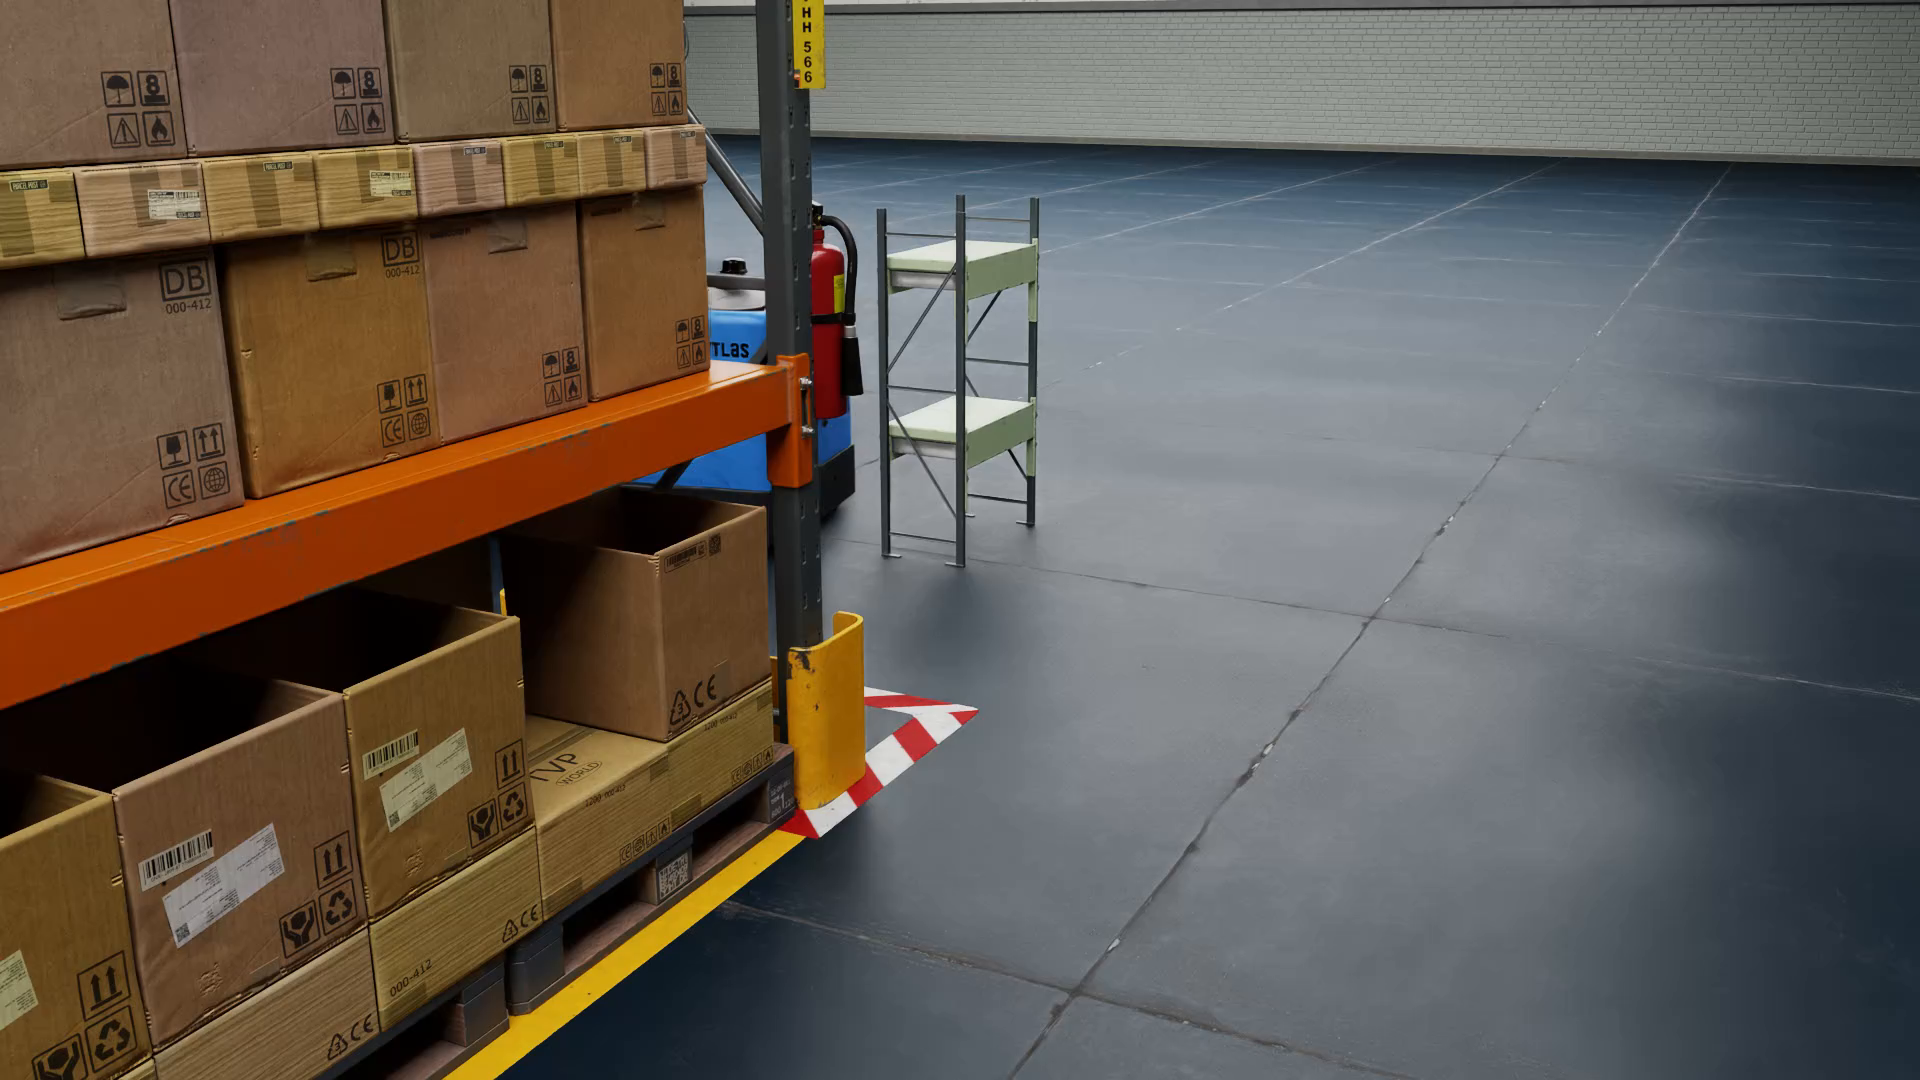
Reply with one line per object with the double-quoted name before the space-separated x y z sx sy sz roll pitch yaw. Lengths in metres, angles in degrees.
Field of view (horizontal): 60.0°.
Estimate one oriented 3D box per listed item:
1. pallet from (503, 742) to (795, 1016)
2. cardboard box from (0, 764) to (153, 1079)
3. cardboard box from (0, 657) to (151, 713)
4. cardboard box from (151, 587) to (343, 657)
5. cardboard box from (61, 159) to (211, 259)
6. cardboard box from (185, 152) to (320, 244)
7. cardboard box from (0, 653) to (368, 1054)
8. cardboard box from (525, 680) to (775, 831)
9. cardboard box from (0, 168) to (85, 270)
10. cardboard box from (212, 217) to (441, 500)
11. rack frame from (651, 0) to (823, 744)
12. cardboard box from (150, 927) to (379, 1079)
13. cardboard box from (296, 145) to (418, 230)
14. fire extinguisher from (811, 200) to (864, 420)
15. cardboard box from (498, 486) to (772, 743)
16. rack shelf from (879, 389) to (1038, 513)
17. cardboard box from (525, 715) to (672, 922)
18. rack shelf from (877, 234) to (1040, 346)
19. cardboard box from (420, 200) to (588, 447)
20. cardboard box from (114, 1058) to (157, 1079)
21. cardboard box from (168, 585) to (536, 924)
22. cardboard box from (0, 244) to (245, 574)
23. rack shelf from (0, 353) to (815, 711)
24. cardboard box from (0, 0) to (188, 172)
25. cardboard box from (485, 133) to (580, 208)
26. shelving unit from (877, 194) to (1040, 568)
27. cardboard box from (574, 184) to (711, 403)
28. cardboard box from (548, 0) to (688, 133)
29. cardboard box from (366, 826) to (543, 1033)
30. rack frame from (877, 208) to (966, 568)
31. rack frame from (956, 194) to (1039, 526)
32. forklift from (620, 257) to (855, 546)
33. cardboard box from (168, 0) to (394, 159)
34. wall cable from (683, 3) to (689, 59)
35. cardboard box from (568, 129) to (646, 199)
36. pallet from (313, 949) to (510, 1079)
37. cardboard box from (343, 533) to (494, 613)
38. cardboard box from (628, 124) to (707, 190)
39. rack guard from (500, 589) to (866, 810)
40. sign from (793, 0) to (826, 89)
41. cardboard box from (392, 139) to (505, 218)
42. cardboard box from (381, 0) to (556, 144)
"pallet" -1.182 0.783 4.516 1.003 0.211 1.213 8 18 25
"cardboard box" -1.731 0.690 2.708 0.500 0.500 0.500 8 18 25
"cardboard box" -1.989 0.494 3.368 0.500 0.500 0.500 8 18 25
"cardboard box" -1.750 0.369 3.789 0.500 0.500 0.500 8 18 25
"cardboard box" -1.570 -0.595 2.946 0.380 0.149 0.250 8 18 25
"cardboard box" -1.456 -0.661 3.166 0.380 0.149 0.250 9 19 27
"cardboard box" -1.510 0.562 3.138 0.500 0.500 0.500 8 18 25
"cardboard box" -0.853 0.538 4.538 0.500 0.250 0.500 8 18 25
"cardboard box" -1.683 -0.532 2.733 0.380 0.149 0.250 8 18 25
"cardboard box" -1.556 -0.424 3.508 0.700 0.500 0.500 8 18 26
"rack frame" -0.878 -0.753 4.793 1.000 3.000 0.127 8 18 25
"cardboard box" -1.513 0.921 3.246 0.500 0.250 0.500 8 18 25
"cardboard box" -1.340 -0.728 3.392 0.380 0.149 0.250 9 19 27
"fire extinguisher" -0.410 -0.687 4.706 0.296 0.674 0.183 8 18 25
"cardboard box" -0.851 0.178 4.430 0.500 0.500 0.500 8 18 25
"rack shelf" 0.003 -0.408 7.409 0.431 0.370 0.720 8 18 25
"cardboard box" -1.066 0.666 4.104 0.500 0.250 0.500 8 18 25
"rack shelf" 0.003 -1.095 7.205 0.431 0.370 0.720 8 18 25
"cardboard box" -1.328 -0.550 3.931 0.700 0.500 0.500 9 19 27
"cardboard box" -1.731 1.049 2.815 0.500 0.250 0.500 8 18 25
"cardboard box" -1.285 0.435 3.566 0.500 0.500 0.500 8 18 25
"cardboard box" -1.787 -0.289 3.055 0.700 0.500 0.500 9 19 27
"rack shelf" -1.772 0.101 3.180 1.077 0.370 4.000 8 18 25
"cardboard box" -1.800 -0.902 2.838 0.700 0.500 0.500 8 18 25
"cardboard box" -1.108 -0.859 3.832 0.380 0.149 0.250 8 18 25
"shelving unit" 0.003 -0.721 7.317 0.431 1.500 0.755 8 18 25
"cardboard box" -1.098 -0.684 4.383 0.700 0.500 0.500 8 18 25
"cardboard box" -1.122 -1.292 4.153 0.700 0.500 0.500 8 18 26
"cardboard box" -1.288 0.794 3.674 0.500 0.250 0.500 8 18 25
"rack frame" -0.161 -0.627 7.003 0.400 1.500 0.023 8 18 25
"rack frame" 0.167 -0.814 7.630 0.400 1.500 0.023 8 18 25
"forklift" -2.084 -1.562 7.637 3.031 2.935 1.130 5 17 15
"cardboard box" -1.576 -1.029 3.267 0.700 0.500 0.500 8 18 26
"wall cable" -8.259 -13.454 42.471 3.097 2.526 0.112 8 18 25
"cardboard box" -0.994 -0.924 4.052 0.380 0.149 0.250 9 19 27
"pallet" -1.729 1.093 3.473 1.003 0.211 1.213 8 18 25
"cardboard box" -1.538 0.240 4.223 0.500 0.500 0.500 8 18 25
"cardboard box" -0.878 -0.991 4.277 0.380 0.149 0.250 8 18 24
"rack guard" -0.867 0.439 5.169 1.175 0.500 0.348 8 18 25
"sign" -0.399 -1.349 4.350 0.100 0.325 0.005 8 18 25
"cardboard box" -1.223 -0.795 3.617 0.380 0.149 0.250 8 18 26
"cardboard box" -1.352 -1.158 3.700 0.700 0.500 0.500 8 18 24
